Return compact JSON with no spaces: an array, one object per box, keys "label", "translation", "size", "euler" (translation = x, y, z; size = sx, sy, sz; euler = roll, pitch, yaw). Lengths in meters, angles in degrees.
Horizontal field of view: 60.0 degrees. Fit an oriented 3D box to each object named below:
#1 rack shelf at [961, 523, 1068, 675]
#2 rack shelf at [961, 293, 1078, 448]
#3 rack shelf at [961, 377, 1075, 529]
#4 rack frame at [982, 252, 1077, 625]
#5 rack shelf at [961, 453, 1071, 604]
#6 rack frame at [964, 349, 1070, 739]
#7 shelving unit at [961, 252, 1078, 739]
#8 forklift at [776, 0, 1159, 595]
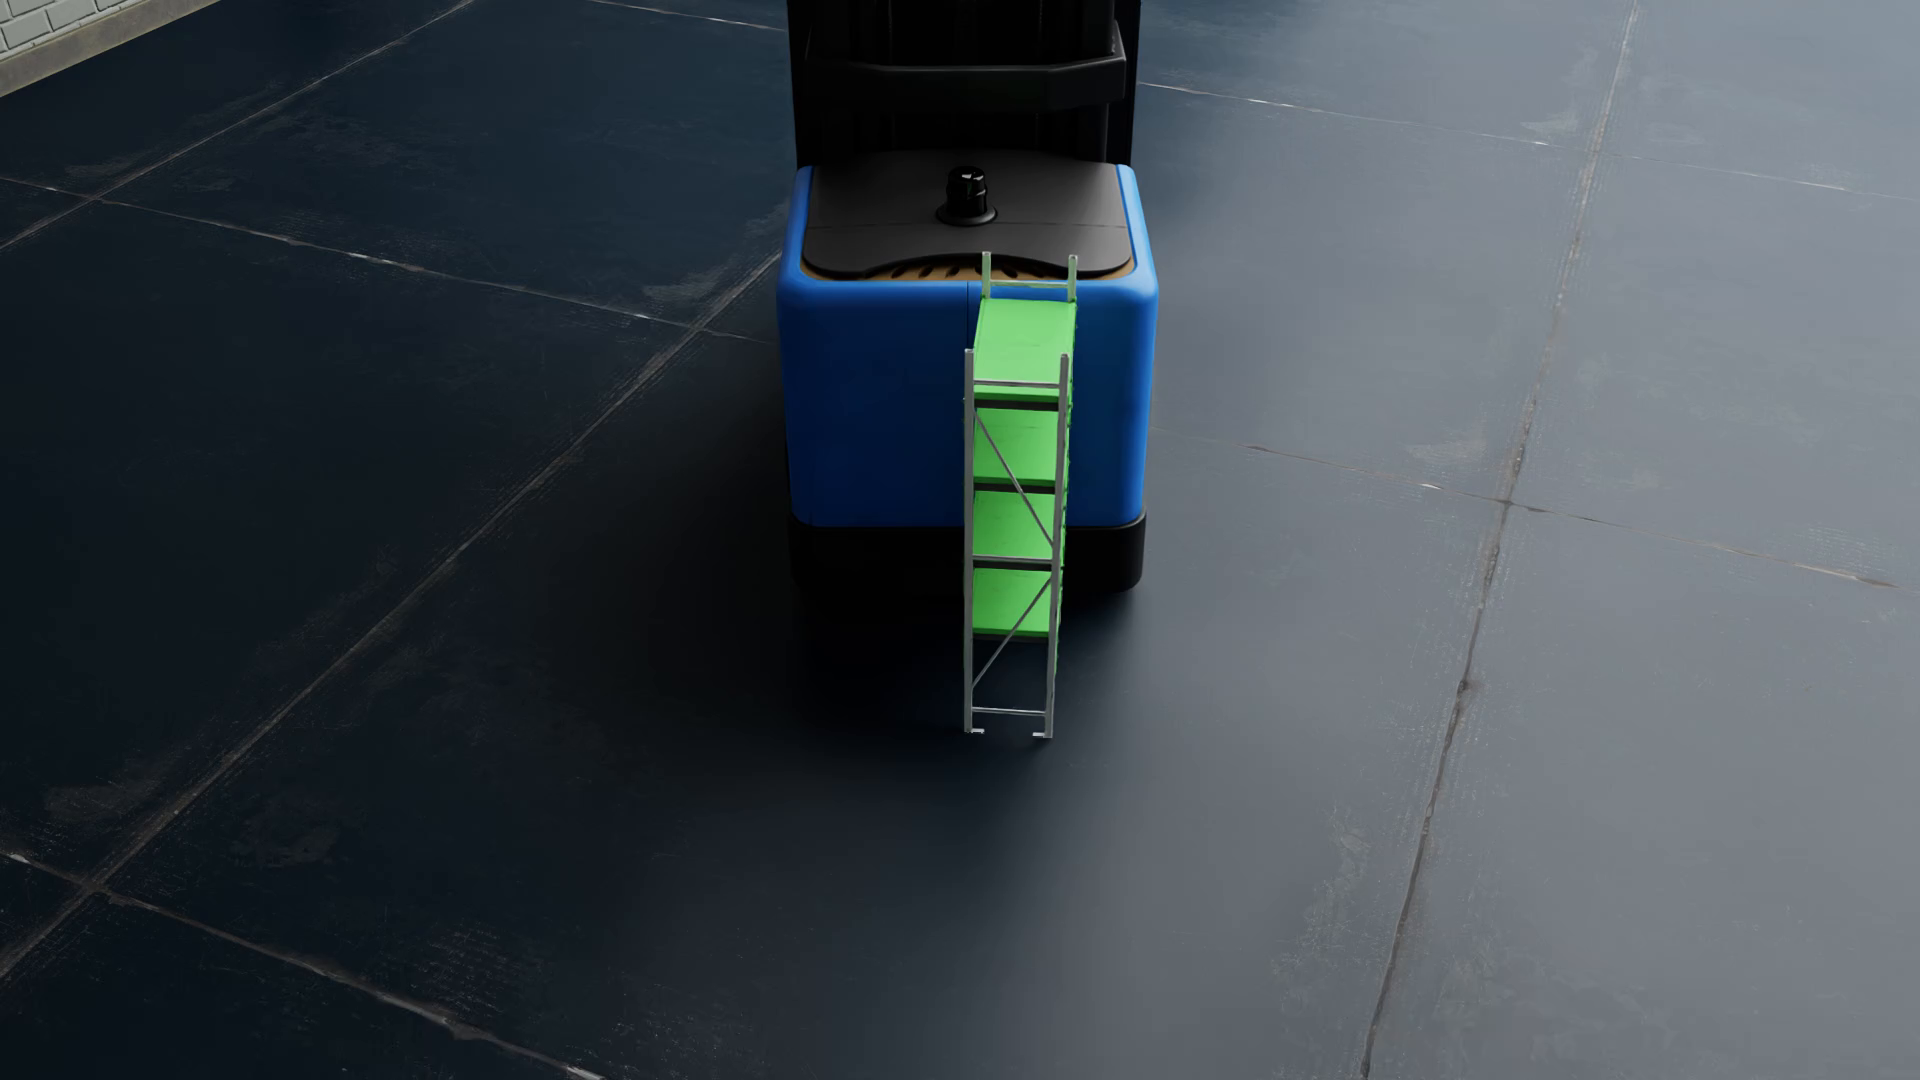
[{"label":"rack shelf","translation":[0.154,0.148,4.557],"size":[0.258,0.148,0.480],"euler":[3,37,4]},{"label":"rack shelf","translation":[0.154,-0.429,4.126],"size":[0.258,0.148,0.480],"euler":[3,37,4]},{"label":"rack shelf","translation":[0.154,-0.236,4.270],"size":[0.258,0.148,0.480],"euler":[3,37,4]},{"label":"rack frame","translation":[0.177,-0.241,4.570],"size":[0.240,1.200,0.015],"euler":[3,37,4]},{"label":"rack shelf","translation":[0.154,-0.044,4.414],"size":[0.258,0.148,0.480],"euler":[3,37,4]},{"label":"rack frame","translation":[0.131,0.050,4.181],"size":[0.240,1.200,0.015],"euler":[3,37,4]},{"label":"shelving unit","translation":[0.154,-0.095,4.375],"size":[0.258,1.200,0.503],"euler":[3,37,4]},{"label":"forklift","translation":[0.010,-1.861,5.291],"size":[1.130,2.935,3.031],"euler":[0,37,0]}]
